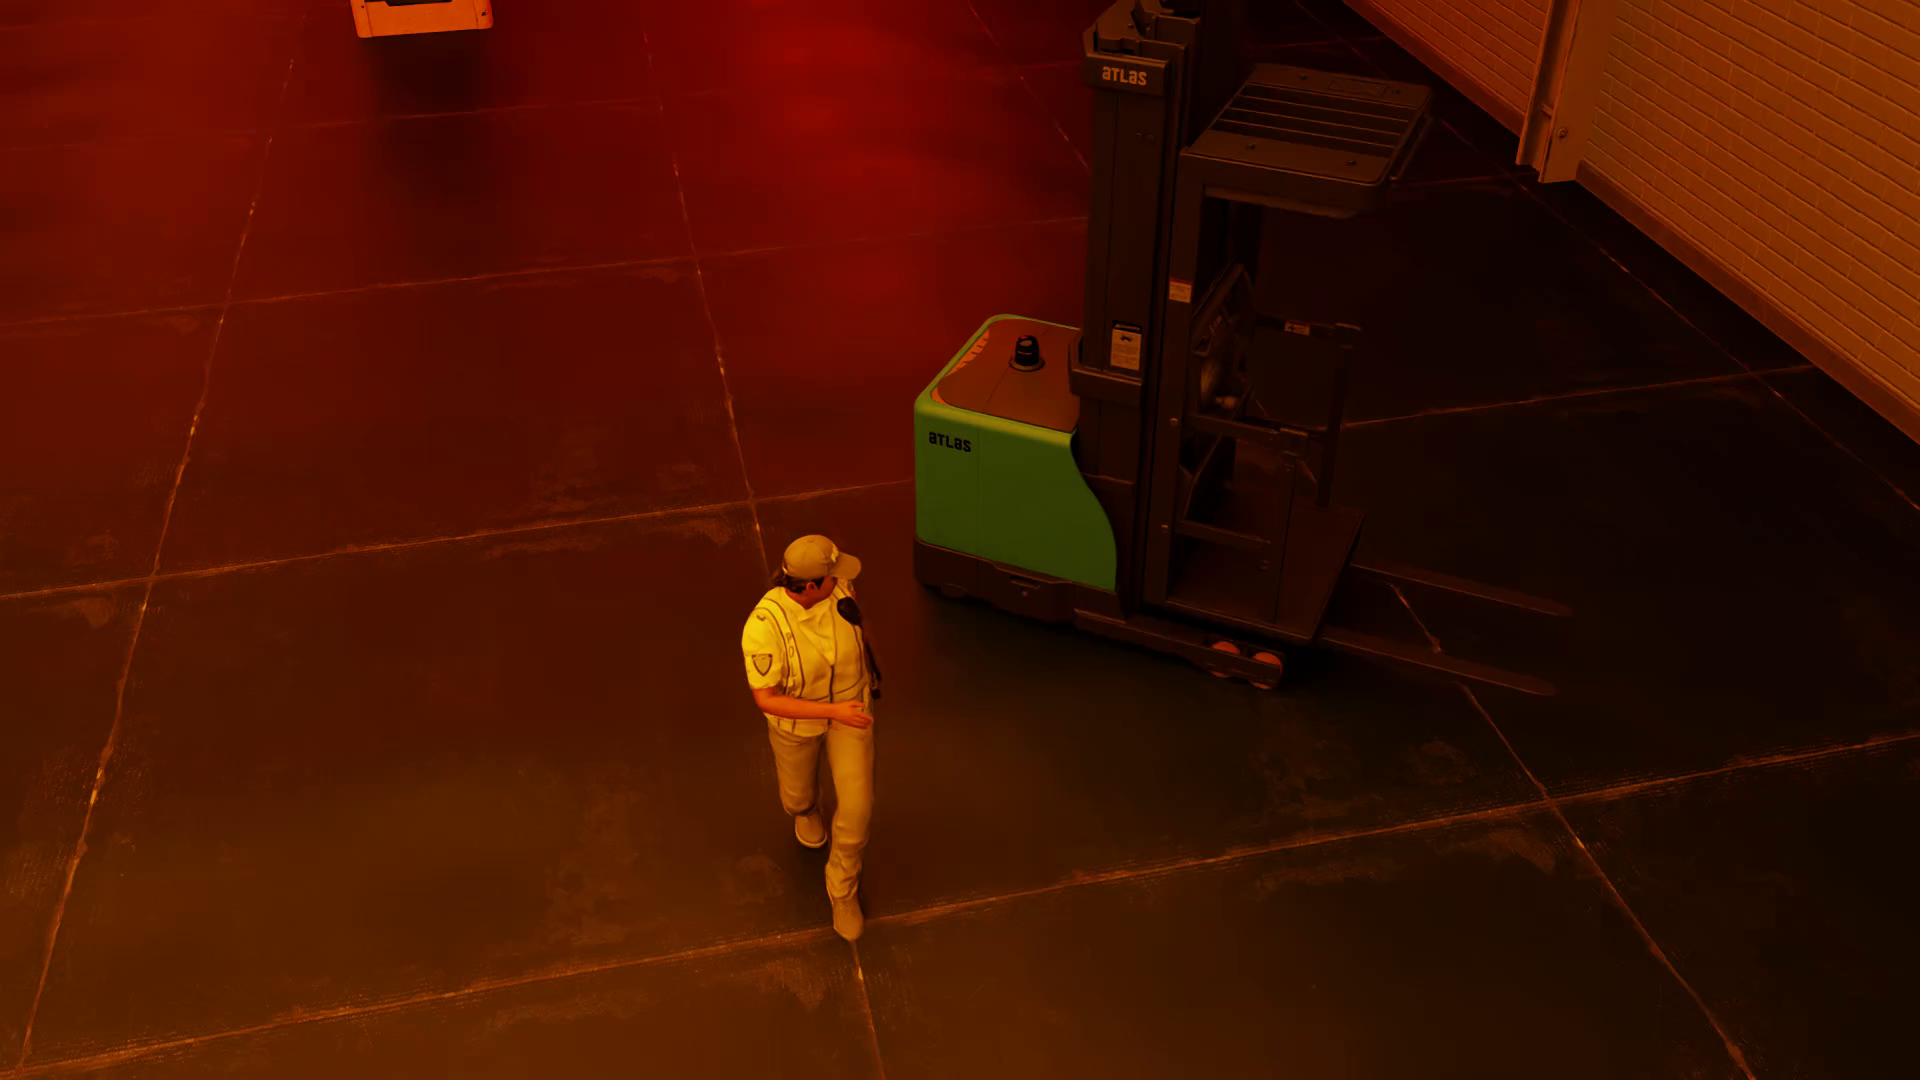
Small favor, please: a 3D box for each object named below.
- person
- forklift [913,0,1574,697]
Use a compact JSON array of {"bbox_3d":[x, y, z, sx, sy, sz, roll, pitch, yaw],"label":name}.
[{"bbox_3d":[-0.543,0.667,6.305,0.514,1.621,0.891,-10,37,-13],"label":"person"},{"bbox_3d":[1.336,-0.863,7.250,3.031,2.935,1.130,14,38,19],"label":"forklift"}]
